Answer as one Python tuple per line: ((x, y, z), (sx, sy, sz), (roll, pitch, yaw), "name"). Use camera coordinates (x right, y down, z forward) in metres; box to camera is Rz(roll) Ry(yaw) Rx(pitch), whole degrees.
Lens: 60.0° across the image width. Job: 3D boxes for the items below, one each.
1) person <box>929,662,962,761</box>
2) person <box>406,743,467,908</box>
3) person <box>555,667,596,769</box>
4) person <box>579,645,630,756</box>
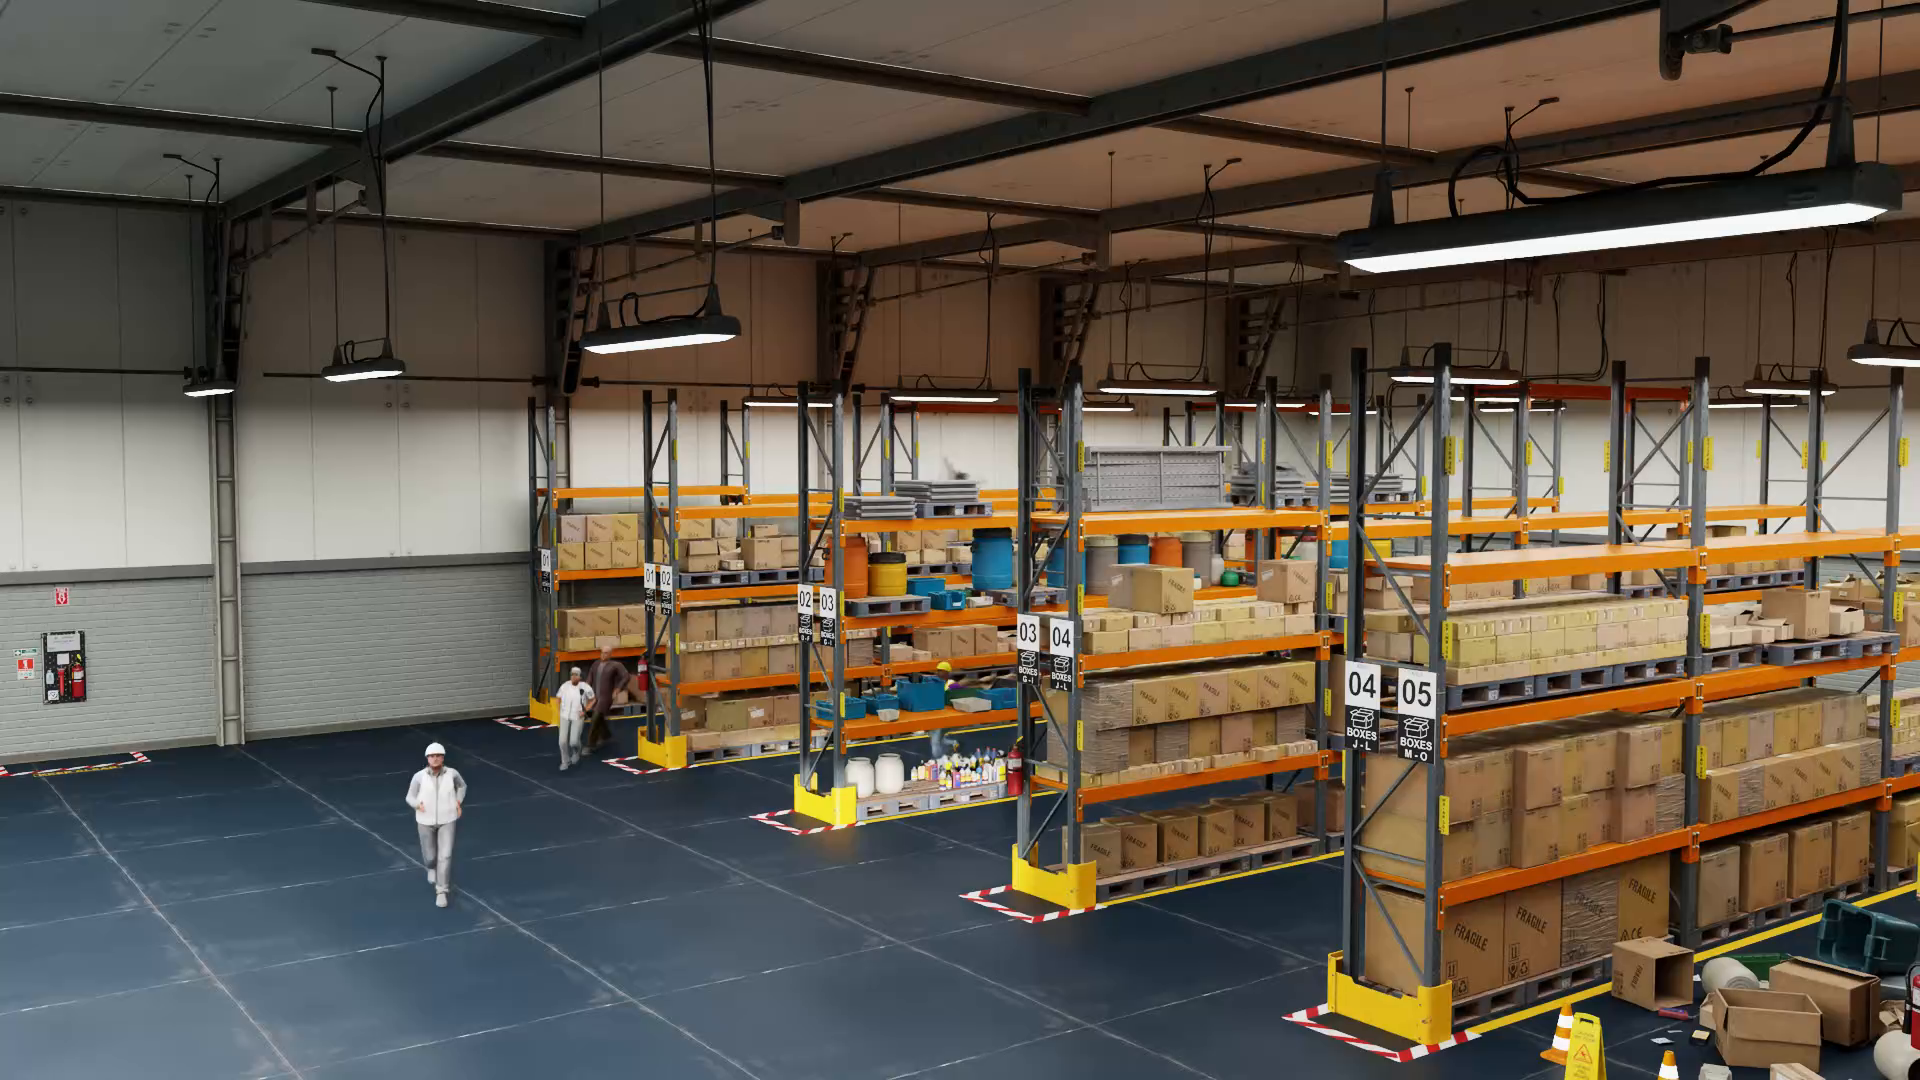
((-0.256, 2.769, 25.959), (0.801, 1.738, 0.700), (-3, 5, -45), "person")
((-5.892, 3.167, 18.741), (0.661, 1.770, 0.935), (-1, 4, -18), "person")
((-6.103, 2.814, 26.278), (0.626, 1.615, 0.567), (0, 3, 4), "person")
((-5.922, 2.649, 27.560), (0.768, 1.800, 0.852), (2, 4, 33), "person")
